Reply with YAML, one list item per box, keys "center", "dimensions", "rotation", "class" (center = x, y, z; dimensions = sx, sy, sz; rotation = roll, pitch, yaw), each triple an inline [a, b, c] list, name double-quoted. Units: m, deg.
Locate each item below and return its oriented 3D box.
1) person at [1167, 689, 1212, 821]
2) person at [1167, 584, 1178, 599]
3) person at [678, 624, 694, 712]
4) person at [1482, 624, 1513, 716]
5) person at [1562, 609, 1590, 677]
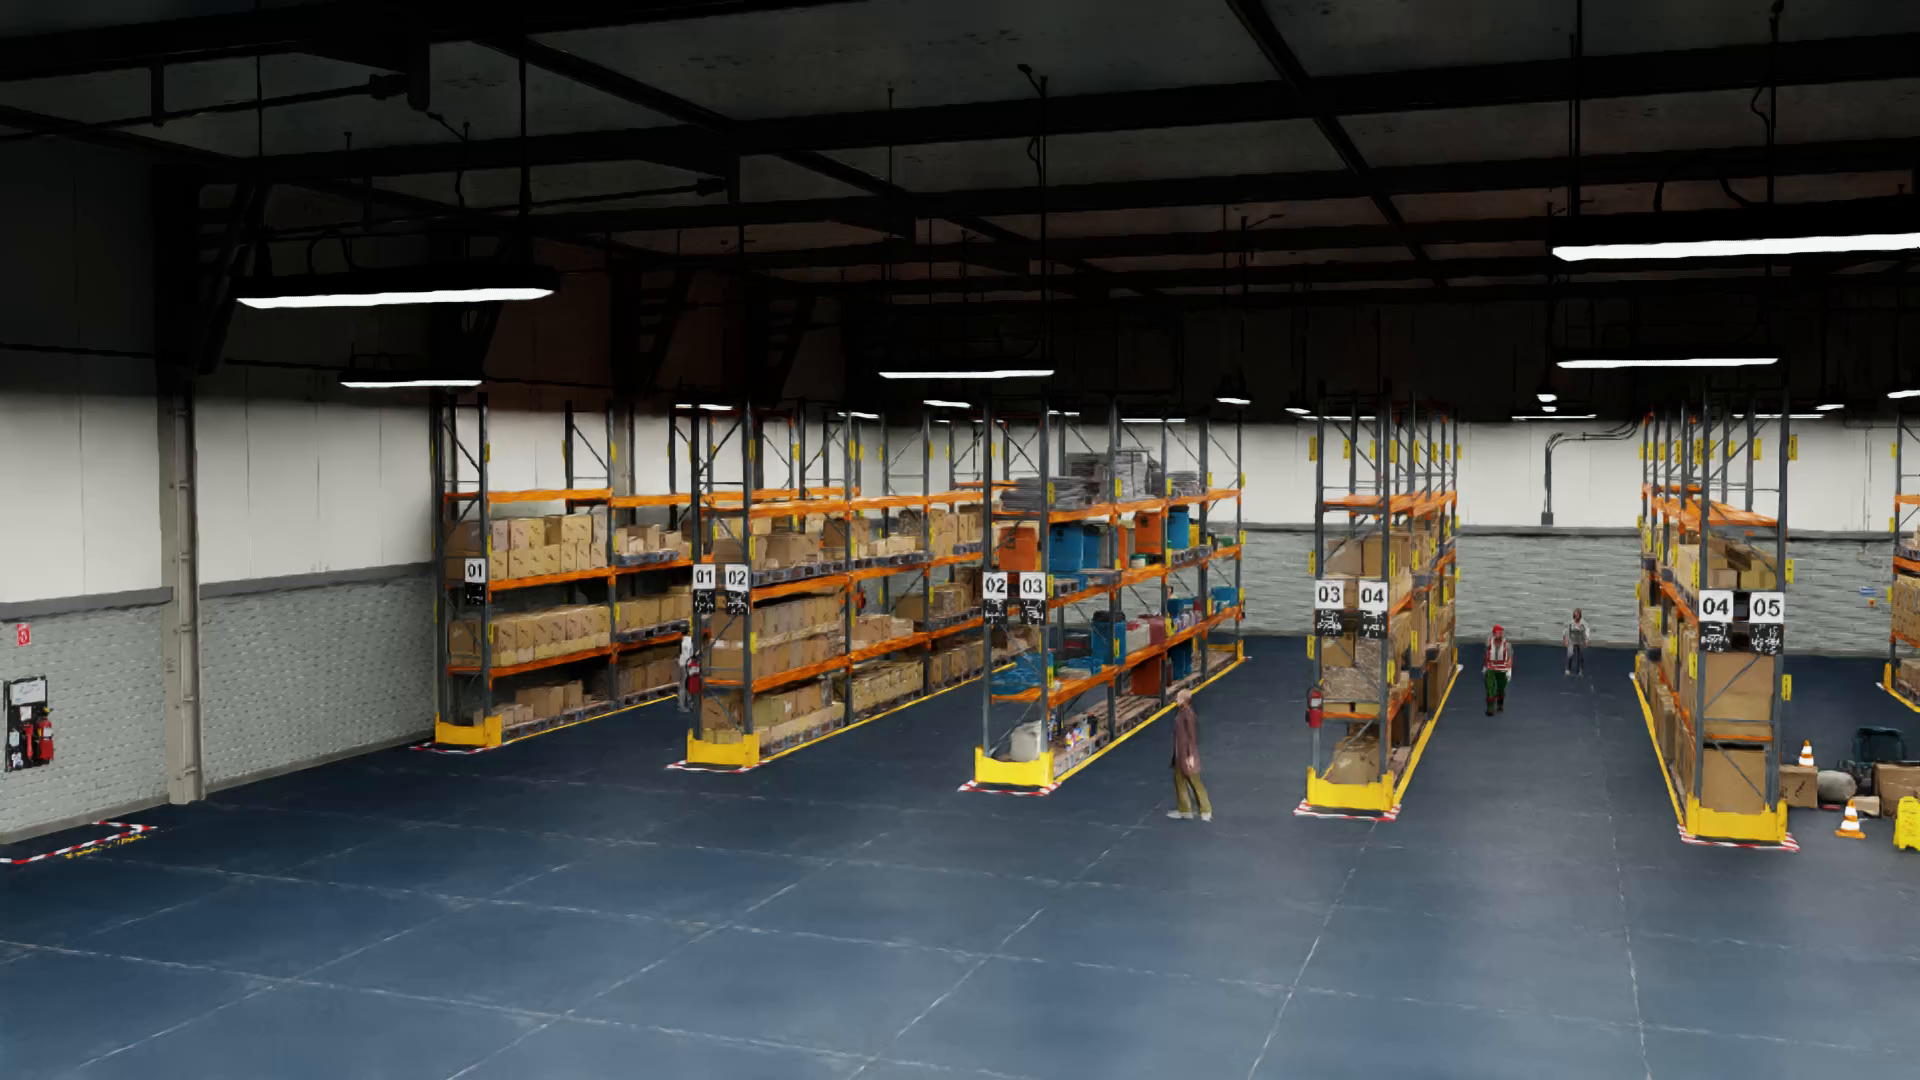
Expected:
- center: [3.141, 2.917, 22.637]
  dimensions: [0.580, 1.771, 0.688]
  rotation: [0, 3, -6]
  class: "person"
- center: [5.361, 1.931, 42.635]
  dimensions: [0.448, 1.571, 1.109]
  rotation: [1, 3, 23]
  class: "person"
- center: [-5.229, 2.442, 32.061]
  dimensions: [0.433, 1.684, 0.553]
  rotation: [0, 3, -8]
  class: "person"
- center: [10.215, 2.450, 31.600]
  dimensions: [0.550, 1.709, 1.124]
  rotation: [1, 3, 17]
  class: "person"
- center: [13.631, 2.279, 36.804]
  dimensions: [0.566, 1.541, 0.519]
  rotation: [1, 3, 17]
  class: "person"
